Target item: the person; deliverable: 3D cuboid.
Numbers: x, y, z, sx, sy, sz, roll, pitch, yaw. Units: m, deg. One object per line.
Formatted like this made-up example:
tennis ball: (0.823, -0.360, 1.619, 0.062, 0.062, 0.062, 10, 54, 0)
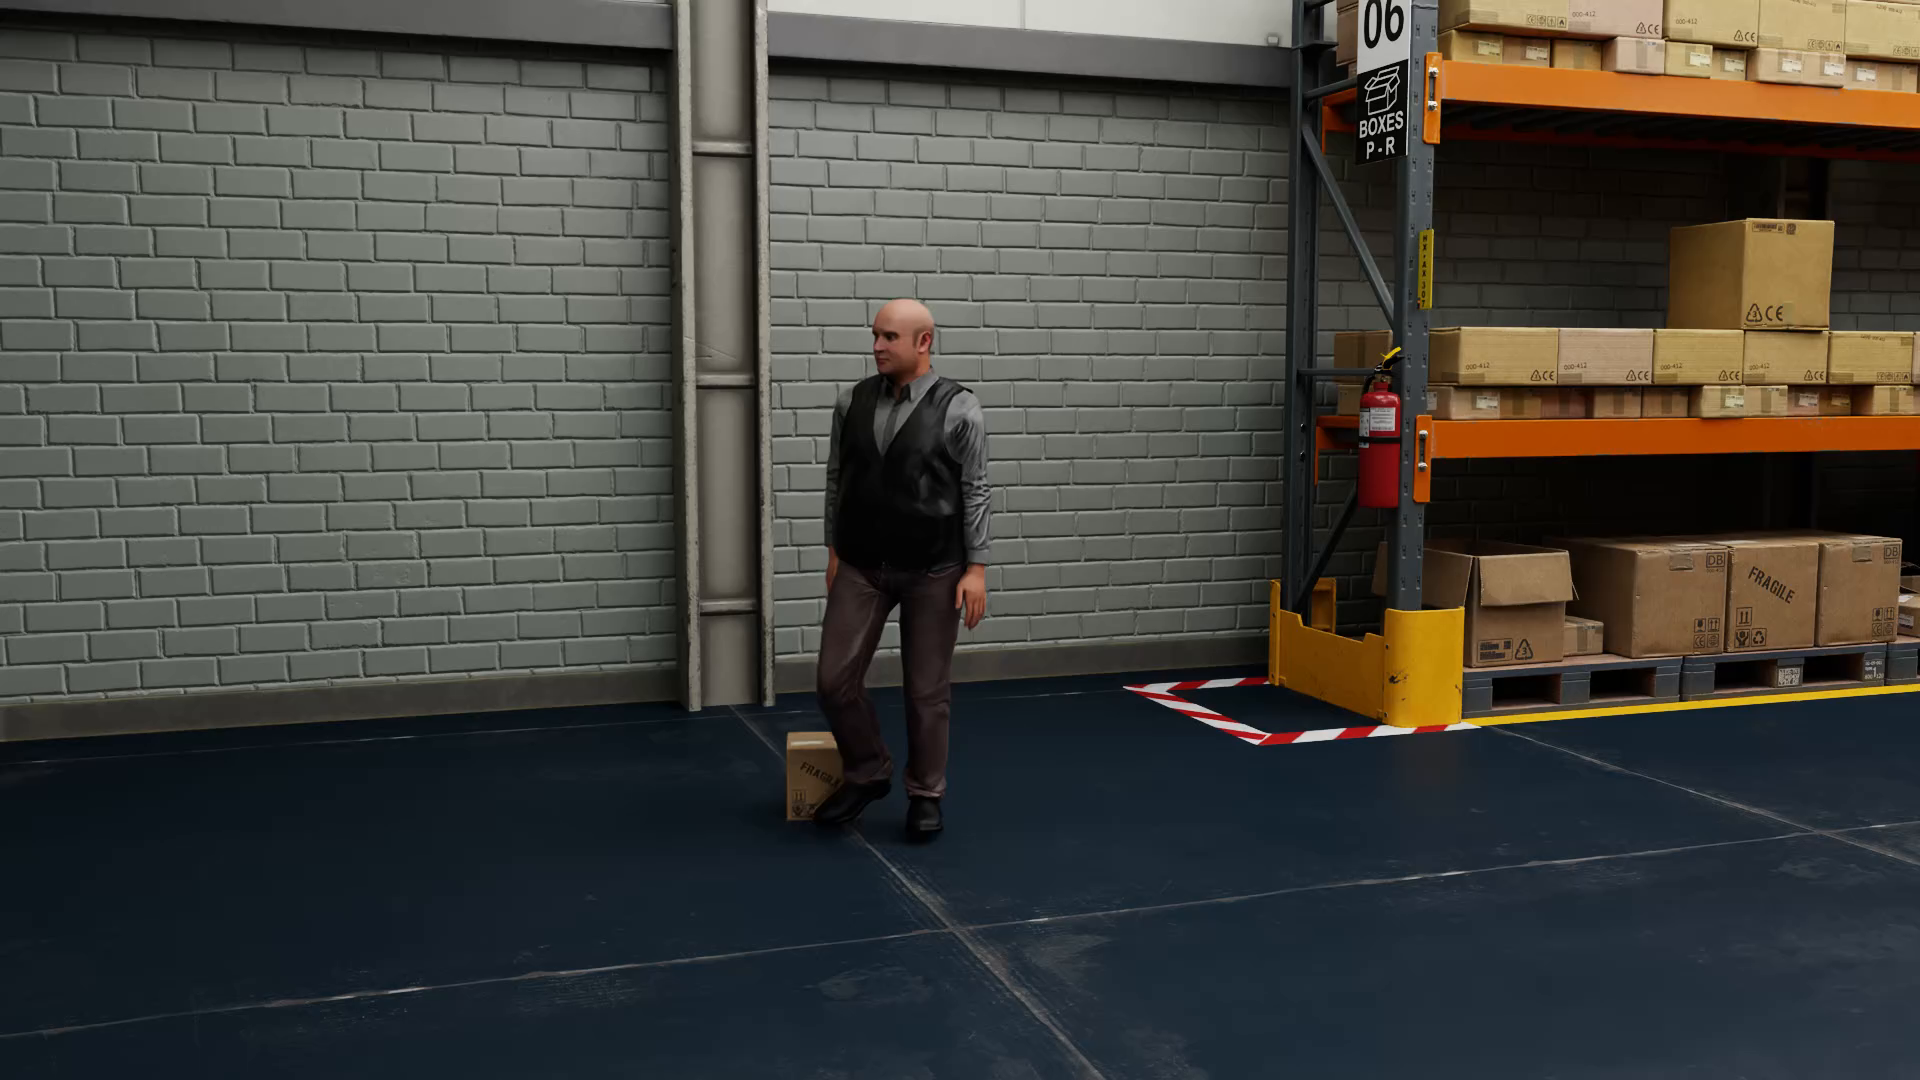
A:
person: (-0.189, 0.094, 5.311, 0.605, 1.709, 0.453, 2, 6, 16)
